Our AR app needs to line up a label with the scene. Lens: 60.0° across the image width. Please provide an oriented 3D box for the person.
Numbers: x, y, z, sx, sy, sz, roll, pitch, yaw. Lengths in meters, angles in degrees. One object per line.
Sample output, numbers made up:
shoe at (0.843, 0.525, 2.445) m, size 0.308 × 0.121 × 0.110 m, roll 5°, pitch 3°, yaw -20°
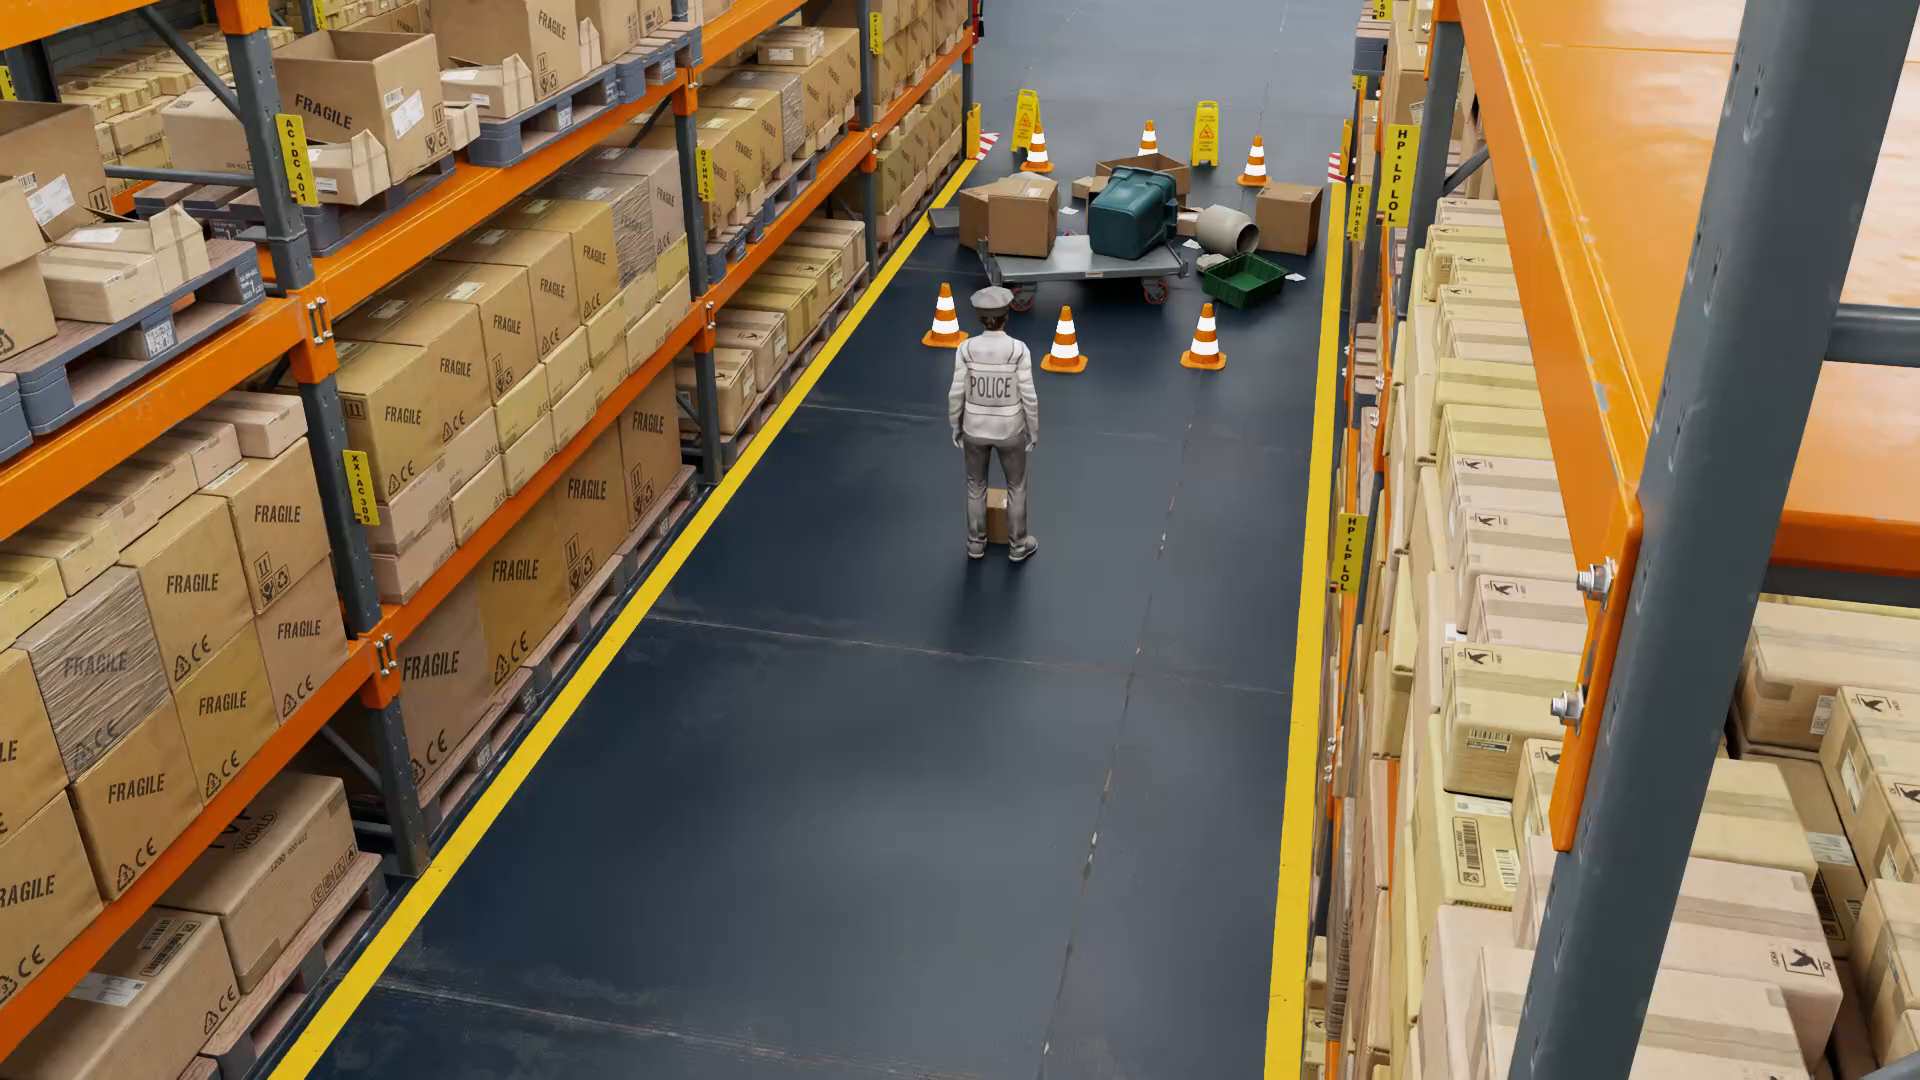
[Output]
person at (0.200, -0.649, 9.782) m, size 0.530 × 1.662 × 0.376 m, roll 5°, pitch 29°, yaw 8°
